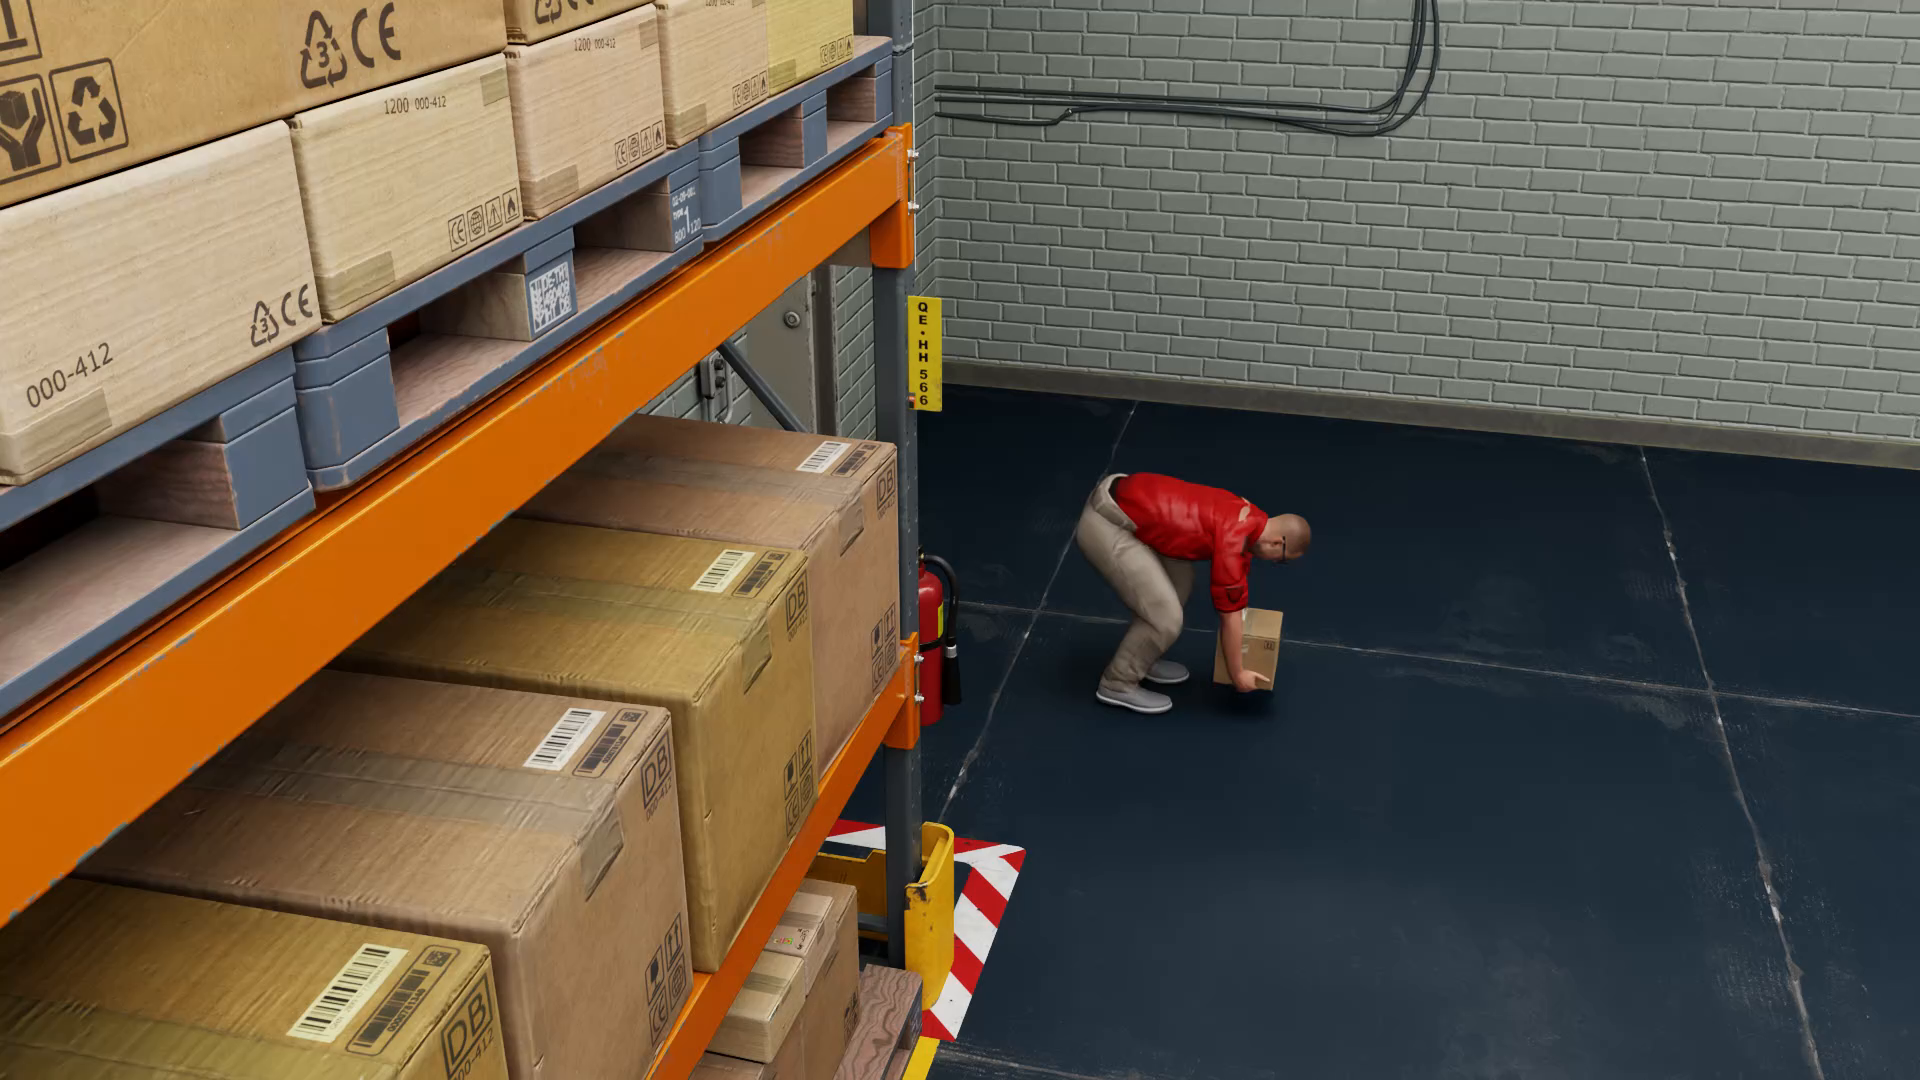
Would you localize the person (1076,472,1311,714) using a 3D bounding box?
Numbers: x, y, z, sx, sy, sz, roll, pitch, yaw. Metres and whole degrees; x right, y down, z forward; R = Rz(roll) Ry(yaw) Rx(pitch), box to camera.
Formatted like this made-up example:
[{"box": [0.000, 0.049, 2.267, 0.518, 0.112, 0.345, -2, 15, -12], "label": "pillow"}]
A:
[{"box": [0.967, 0.220, 7.017, 0.960, 1.002, 0.509, 5, 26, 11], "label": "person"}]
